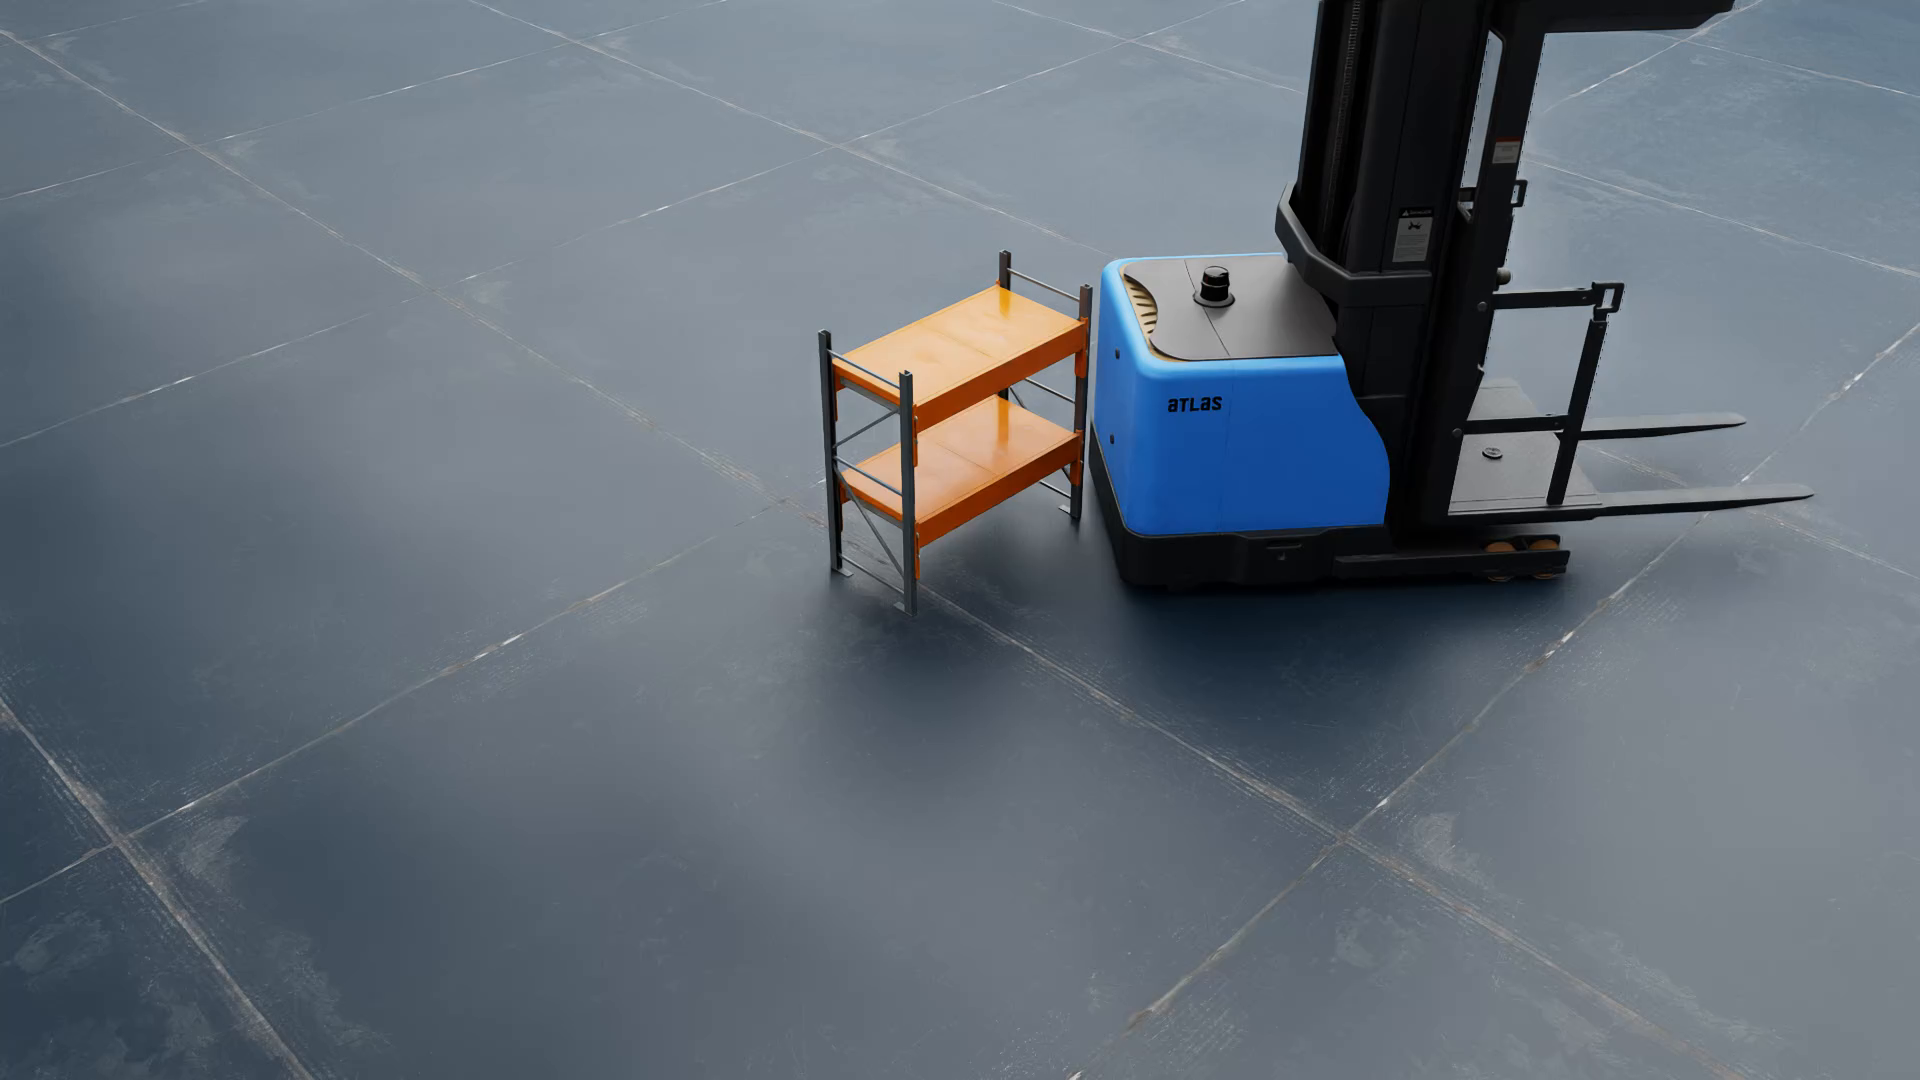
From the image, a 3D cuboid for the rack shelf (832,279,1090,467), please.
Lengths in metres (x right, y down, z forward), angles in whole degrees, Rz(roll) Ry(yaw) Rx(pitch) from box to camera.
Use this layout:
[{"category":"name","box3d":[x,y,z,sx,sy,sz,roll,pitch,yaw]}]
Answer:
[{"category":"rack shelf","box3d":[-0.005,-0.699,6.757,0.538,0.278,1.000,30,45,35]}]

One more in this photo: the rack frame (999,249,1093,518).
[{"category":"rack frame","box3d":[0.353,-0.665,7.220,0.500,1.125,0.032,30,45,35]}]

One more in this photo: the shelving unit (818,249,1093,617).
[{"category":"shelving unit","box3d":[-0.005,-0.459,6.924,0.538,1.125,1.048,30,45,35]}]

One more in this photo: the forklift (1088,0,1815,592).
[{"category":"forklift","box3d":[2.136,-1.327,6.590,3.031,2.935,1.130,-3,35,-4]}]

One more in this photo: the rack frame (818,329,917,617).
[{"category":"rack frame","box3d":[-0.363,-0.252,6.628,0.500,1.125,0.032,30,45,35]}]

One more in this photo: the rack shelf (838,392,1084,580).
[{"category":"rack shelf","box3d":[-0.005,-0.258,7.064,0.538,0.278,1.000,30,45,35]}]
